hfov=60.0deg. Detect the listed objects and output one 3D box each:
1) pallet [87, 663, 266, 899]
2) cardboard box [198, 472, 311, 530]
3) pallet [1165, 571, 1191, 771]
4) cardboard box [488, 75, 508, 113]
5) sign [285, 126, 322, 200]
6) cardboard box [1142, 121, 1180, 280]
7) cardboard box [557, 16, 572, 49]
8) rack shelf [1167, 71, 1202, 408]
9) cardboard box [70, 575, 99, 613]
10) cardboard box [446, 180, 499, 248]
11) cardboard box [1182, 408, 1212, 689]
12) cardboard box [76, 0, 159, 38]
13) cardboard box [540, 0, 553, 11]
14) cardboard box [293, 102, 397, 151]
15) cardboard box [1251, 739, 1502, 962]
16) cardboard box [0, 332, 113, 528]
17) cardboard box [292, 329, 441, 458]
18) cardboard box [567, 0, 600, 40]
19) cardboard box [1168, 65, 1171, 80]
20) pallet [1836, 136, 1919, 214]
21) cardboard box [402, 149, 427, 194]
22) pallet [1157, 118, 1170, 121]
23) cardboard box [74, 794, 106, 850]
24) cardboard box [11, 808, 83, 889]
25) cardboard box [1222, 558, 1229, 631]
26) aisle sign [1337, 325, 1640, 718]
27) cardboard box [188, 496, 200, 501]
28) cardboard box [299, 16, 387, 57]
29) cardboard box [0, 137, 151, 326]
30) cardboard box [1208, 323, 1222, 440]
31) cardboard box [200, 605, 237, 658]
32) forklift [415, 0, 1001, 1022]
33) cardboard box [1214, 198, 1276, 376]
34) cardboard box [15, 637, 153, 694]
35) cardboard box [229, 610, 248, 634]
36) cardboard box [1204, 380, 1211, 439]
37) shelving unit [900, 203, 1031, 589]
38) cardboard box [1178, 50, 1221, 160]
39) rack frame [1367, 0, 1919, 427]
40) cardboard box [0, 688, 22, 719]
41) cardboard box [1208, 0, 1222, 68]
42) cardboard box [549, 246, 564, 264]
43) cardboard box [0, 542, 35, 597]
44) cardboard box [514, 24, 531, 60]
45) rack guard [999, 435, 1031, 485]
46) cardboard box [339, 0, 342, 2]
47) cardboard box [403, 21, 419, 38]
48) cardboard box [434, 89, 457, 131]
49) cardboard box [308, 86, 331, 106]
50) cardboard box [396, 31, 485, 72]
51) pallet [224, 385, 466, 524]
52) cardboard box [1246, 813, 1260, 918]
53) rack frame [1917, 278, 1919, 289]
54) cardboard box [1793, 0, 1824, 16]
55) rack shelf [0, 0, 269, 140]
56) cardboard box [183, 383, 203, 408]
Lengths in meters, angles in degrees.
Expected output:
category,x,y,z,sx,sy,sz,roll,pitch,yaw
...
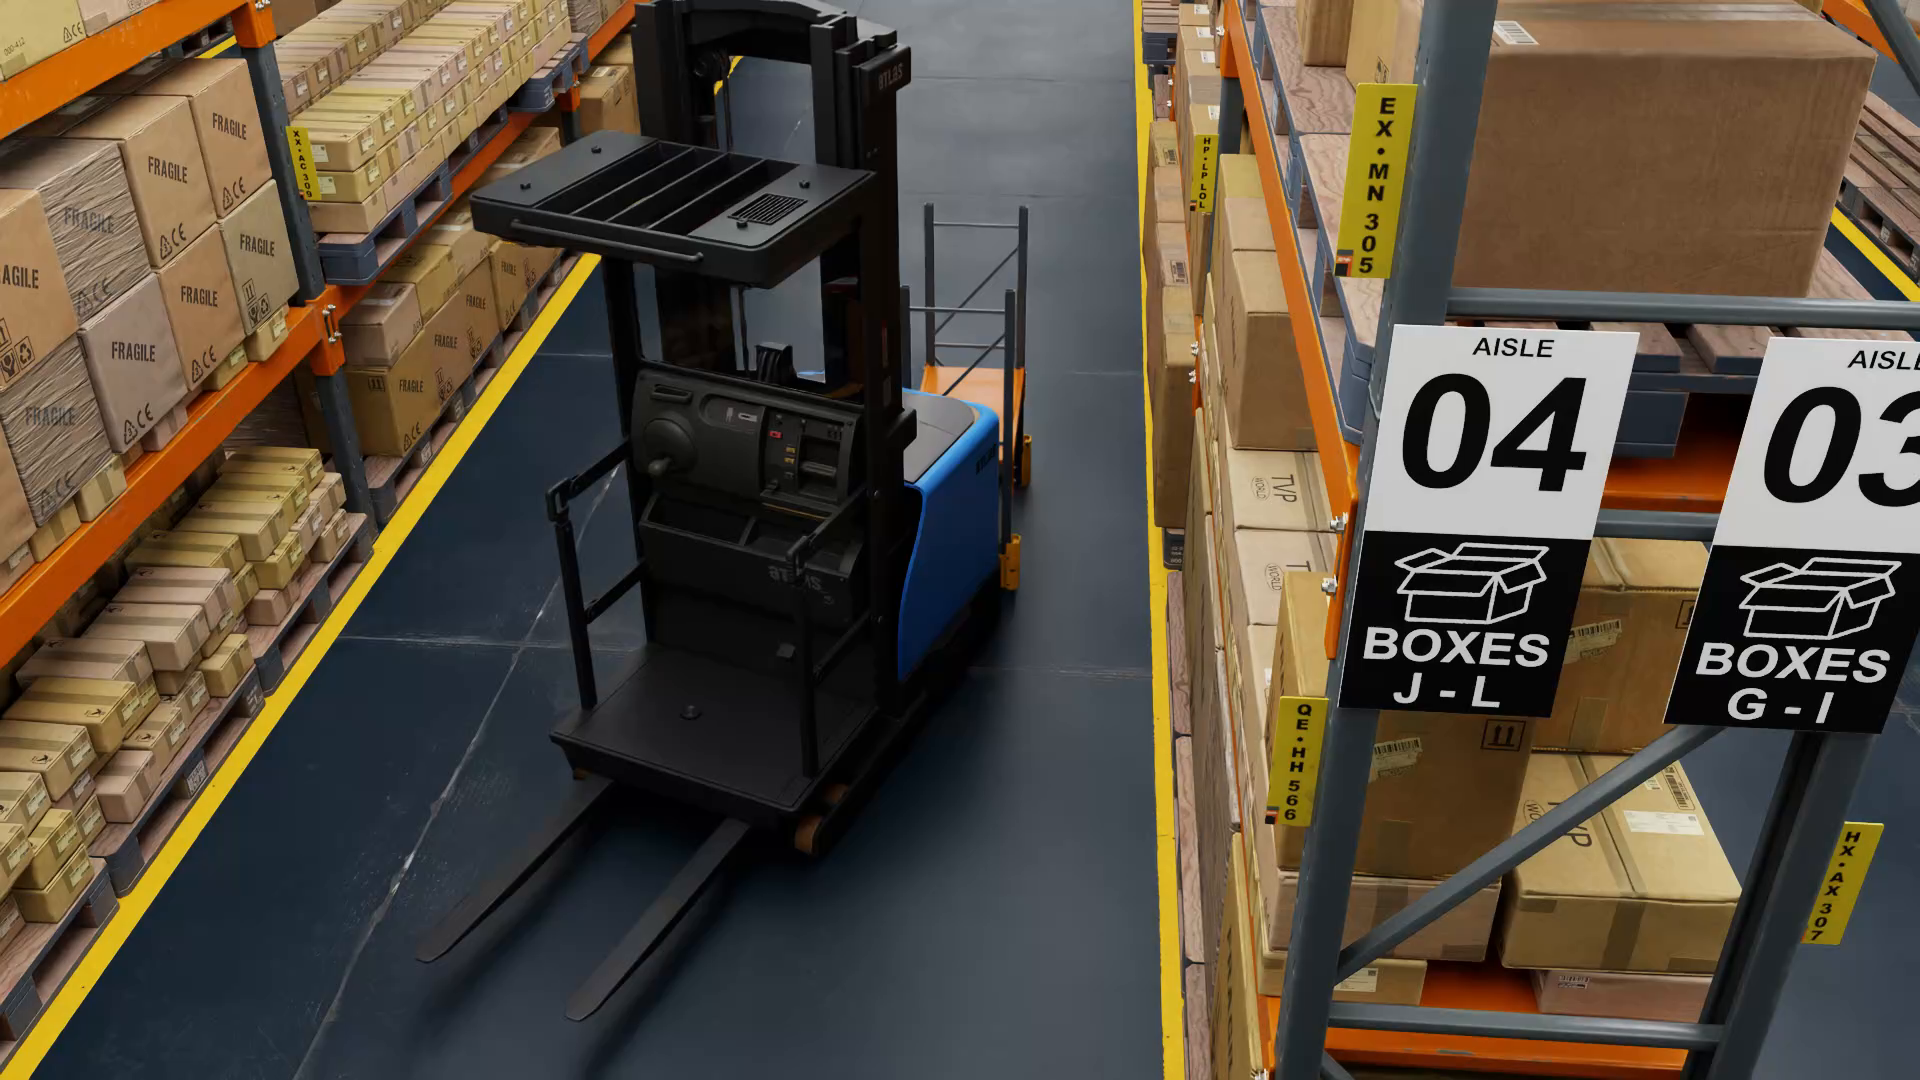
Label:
category,x,y,z,sx,sy,sz,roll,pitch,yaw
pallet,-3.509,0.895,6.597,1.003,0.211,1.213,2,32,4
cardboard box,-3.144,-0.171,7.418,0.380,0.149,0.250,3,32,5
pallet,1.402,0.562,7.138,1.003,0.211,1.213,2,32,4
cardboard box,-2.759,-2.500,9.287,0.380,0.149,0.250,3,32,5
sign,-2.852,-1.634,7.217,0.100,0.325,0.005,2,32,4
cardboard box,1.791,-2.026,10.303,1.225,0.875,0.875,1,32,2
cardboard box,-2.650,-3.170,10.375,0.380,0.149,0.250,3,32,5
rack shelf,1.705,-1.759,8.932,1.077,0.370,4.000,2,32,4
cardboard box,-3.781,0.211,6.798,0.380,0.149,0.250,3,32,5
cardboard box,-2.949,-1.912,9.760,0.500,0.250,0.500,3,32,5
cardboard box,1.409,0.048,6.939,0.875,0.875,0.875,2,32,4
cardboard box,-3.216,-1.969,5.870,0.500,0.250,0.500,2,32,4
cardboard box,-2.673,-3.294,10.008,0.380,0.149,0.250,2,32,3
cardboard box,-2.886,-1.942,7.814,0.380,0.149,0.250,3,32,5
cardboard box,0.991,0.744,4.043,0.500,0.250,0.500,2,32,3
cardboard box,-3.301,-0.388,5.642,0.500,0.500,0.500,2,32,3
cardboard box,-3.069,-0.774,8.630,0.500,0.500,0.500,4,32,6
cardboard box,-2.762,-3.642,11.205,0.500,0.500,0.500,3,32,5
cardboard box,2.122,-4.006,13.855,0.700,0.500,0.500,0,32,0
pallet,7.008,-2.752,12.515,1.003,0.211,1.213,2,32,4
cardboard box,-2.862,-1.819,8.181,0.380,0.149,0.250,3,32,4
pallet,2.035,-2.969,12.867,1.003,0.211,1.213,2,32,4
cardboard box,-3.348,1.045,6.013,0.380,0.149,0.250,3,32,4
cardboard box,-3.281,1.050,5.720,0.380,0.149,0.250,3,32,6
cardboard box,1.042,0.179,5.340,0.380,0.149,0.250,3,32,5
aisle sign,0.911,-0.010,2.930,0.394,0.787,0.004,2,32,4
cardboard box,-3.742,-0.200,7.750,0.380,0.149,0.250,4,32,6
cardboard box,-3.404,-2.781,9.175,0.380,0.149,0.250,3,32,5
cardboard box,-3.255,-1.085,5.819,0.500,0.500,0.500,3,32,5
cardboard box,1.197,-0.588,6.205,0.500,0.250,0.500,2,32,4
cardboard box,-3.235,0.346,6.863,0.380,0.149,0.250,3,32,5
forklift,-0.890,-0.310,5.959,1.130,2.935,3.031,14,34,21
cardboard box,1.200,-0.905,6.004,0.500,0.500,0.500,2,32,4
cardboard box,-3.325,0.505,6.322,0.380,0.149,0.250,3,32,4
cardboard box,-3.290,0.376,7.098,0.380,0.149,0.250,2,32,3
cardboard box,1.144,-0.497,6.437,0.380,0.149,0.250,3,32,6
shelving unit,0.032,-0.703,7.961,0.587,1.500,1.083,3,32,4
cardboard box,1.479,-2.374,9.147,0.500,0.500,0.500,2,32,3
rack frame,1.216,-1.482,2.078,1.000,3.000,0.127,2,32,4
cardboard box,-3.856,0.606,6.442,0.380,0.149,0.250,3,32,4
cardboard box,1.736,-2.859,8.978,0.797,0.503,0.637,3,32,5
cardboard box,-2.861,-2.136,10.838,0.500,0.500,0.500,2,32,4
cardboard box,-3.332,0.075,5.508,0.380,0.149,0.250,2,32,3
cardboard box,-2.714,-2.889,9.634,0.380,0.149,0.250,3,32,4
rack guard,0.076,-0.431,8.712,0.587,0.250,0.087,3,32,4
cardboard box,-6.240,-5.065,15.991,0.500,0.500,0.500,27,41,37
cardboard box,-3.366,-2.917,9.680,0.380,0.149,0.250,3,32,4
cardboard box,-2.823,-2.217,8.544,0.380,0.149,0.250,4,32,6
cardboard box,-3.474,-2.246,8.591,0.380,0.149,0.250,1,32,1
cardboard box,-2.780,-2.613,8.904,0.380,0.149,0.250,3,32,5
pallet,-3.331,-0.505,8.868,1.003,0.211,1.213,2,32,4
cardboard box,0.937,0.842,4.263,0.380,0.149,0.250,3,32,4
rack frame,6.804,-2.900,10.097,1.000,3.000,0.127,2,32,4
cardboard box,1.371,-1.032,3.616,0.700,0.500,0.500,1,32,2
rack shelf,-3.556,-1.210,5.180,1.077,0.370,4.000,2,32,4
cardboard box,-3.266,-0.610,6.620,0.380,0.149,0.250,2,32,3
